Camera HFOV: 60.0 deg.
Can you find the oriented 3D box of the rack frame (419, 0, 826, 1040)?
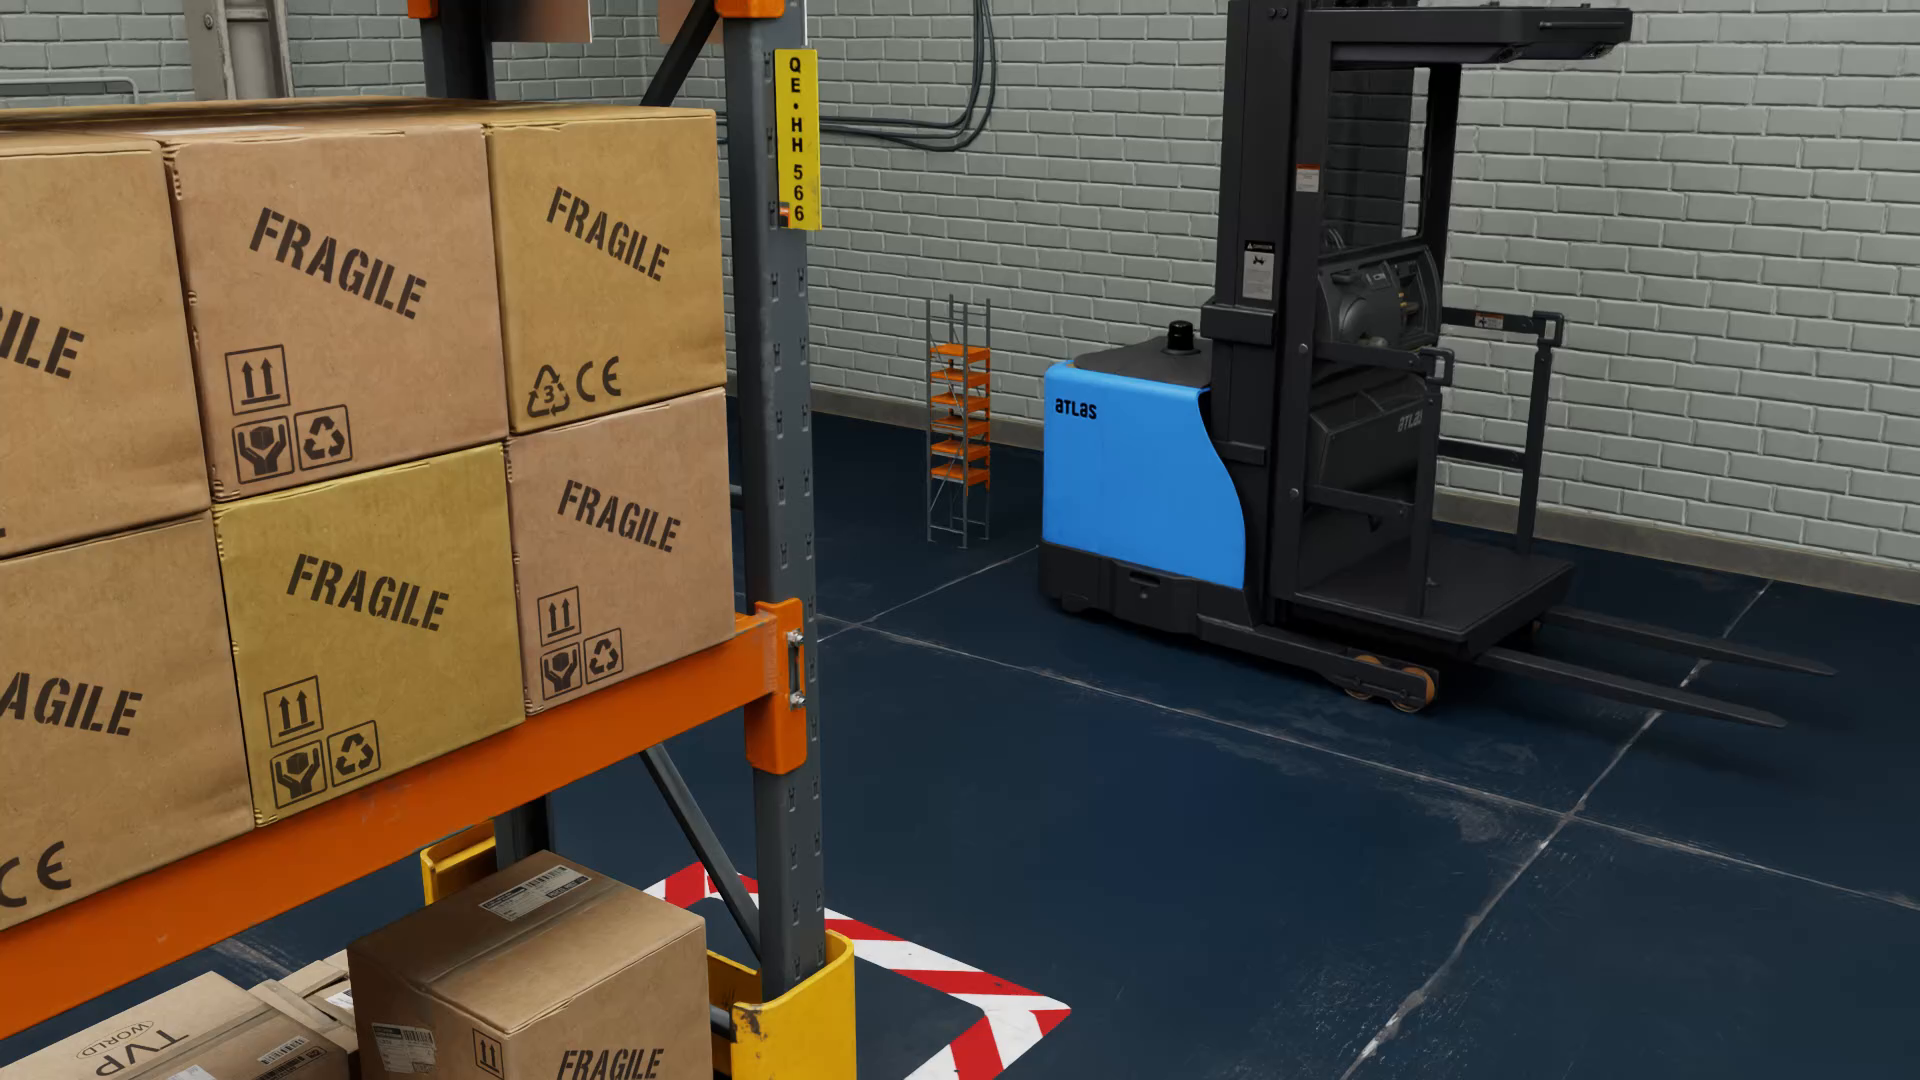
[{"bbox_3d":[-0.734,-0.141,3.640,1.000,3.000,0.127,12,21,35],"label":"rack frame"}]

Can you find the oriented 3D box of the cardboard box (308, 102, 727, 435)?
[{"bbox_3d":[-0.779,-0.512,2.979,0.500,0.500,0.500,12,21,34],"label":"cardboard box"}]

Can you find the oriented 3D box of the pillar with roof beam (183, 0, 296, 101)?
[{"bbox_3d":[-0.343,-3.916,5.679,9.100,9.000,0.400,12,21,35],"label":"pillar with roof beam"}]

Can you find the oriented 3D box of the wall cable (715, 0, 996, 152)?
[{"bbox_3d":[-1.058,-3.681,10.161,3.097,2.526,0.112,12,21,35],"label":"wall cable"}]

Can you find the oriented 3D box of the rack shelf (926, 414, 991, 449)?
[{"bbox_3d":[-0.009,-0.527,8.068,0.258,0.103,0.180,12,21,35],"label":"rack shelf"}]

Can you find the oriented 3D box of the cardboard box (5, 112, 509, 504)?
[{"bbox_3d":[-1.079,-0.391,2.591,0.500,0.500,0.500,13,22,36],"label":"cardboard box"}]

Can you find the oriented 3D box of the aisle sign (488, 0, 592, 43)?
[{"bbox_3d":[-0.930,-1.451,3.474,0.394,0.787,0.004,12,21,35],"label":"aisle sign"}]

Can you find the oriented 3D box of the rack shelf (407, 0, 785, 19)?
[{"bbox_3d":[-1.926,-0.754,1.768,1.077,0.370,4.000,12,21,35],"label":"rack shelf"}]

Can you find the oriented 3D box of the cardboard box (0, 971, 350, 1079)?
[{"bbox_3d":[-1.584,1.161,3.343,0.500,0.250,0.500,12,21,35],"label":"cardboard box"}]

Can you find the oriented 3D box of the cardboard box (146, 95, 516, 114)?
[{"bbox_3d":[-1.210,-0.607,3.286,0.500,0.500,0.500,13,22,36],"label":"cardboard box"}]

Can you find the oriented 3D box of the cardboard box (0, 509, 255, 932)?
[{"bbox_3d":[-1.391,0.208,2.347,0.500,0.500,0.500,13,21,35],"label":"cardboard box"}]

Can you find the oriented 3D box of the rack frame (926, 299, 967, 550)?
[{"bbox_3d":[-0.063,-0.548,7.985,0.240,1.200,0.006,12,21,35],"label":"rack frame"}]

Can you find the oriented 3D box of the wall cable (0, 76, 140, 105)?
[{"bbox_3d":[-4.712,-1.973,7.825,0.084,1.984,1.851,12,21,35],"label":"wall cable"}]

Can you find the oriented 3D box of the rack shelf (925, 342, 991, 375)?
[{"bbox_3d":[-0.009,-0.871,7.961,0.258,0.103,0.180,12,21,35],"label":"rack shelf"}]

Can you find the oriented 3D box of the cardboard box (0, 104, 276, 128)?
[{"bbox_3d":[-1.516,-0.481,2.881,0.500,0.500,0.500,13,21,35],"label":"cardboard box"}]

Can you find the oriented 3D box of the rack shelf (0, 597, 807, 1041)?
[{"bbox_3d":[-1.926,0.679,2.213,1.077,0.370,4.000,12,21,35],"label":"rack shelf"}]

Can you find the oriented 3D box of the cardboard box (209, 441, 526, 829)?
[{"bbox_3d":[-1.089,0.090,2.727,0.500,0.500,0.500,13,21,35],"label":"cardboard box"}]

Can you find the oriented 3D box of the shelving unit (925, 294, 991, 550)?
[{"bbox_3d":[-0.009,-0.570,8.055,0.258,1.200,0.189,12,21,35],"label":"shelving unit"}]

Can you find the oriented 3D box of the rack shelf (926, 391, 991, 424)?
[{"bbox_3d":[-0.009,-0.642,8.032,0.258,0.103,0.180,12,21,35],"label":"rack shelf"}]

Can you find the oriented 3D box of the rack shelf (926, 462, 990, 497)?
[{"bbox_3d":[-0.009,-0.298,8.139,0.258,0.103,0.180,12,21,35],"label":"rack shelf"}]

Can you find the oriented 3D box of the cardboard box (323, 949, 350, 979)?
[{"bbox_3d":[-1.260,1.049,3.872,0.380,0.149,0.250,12,21,35],"label":"cardboard box"}]

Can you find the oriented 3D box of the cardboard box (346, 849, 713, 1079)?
[{"bbox_3d":[-0.860,1.016,3.388,0.500,0.500,0.500,12,21,35],"label":"cardboard box"}]

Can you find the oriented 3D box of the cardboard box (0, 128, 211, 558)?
[{"bbox_3d":[-1.384,-0.267,2.191,0.500,0.500,0.500,13,22,36],"label":"cardboard box"}]

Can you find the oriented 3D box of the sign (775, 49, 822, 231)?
[{"bbox_3d":[-0.301,-0.742,3.090,0.100,0.325,0.005,12,21,35],"label":"sign"}]

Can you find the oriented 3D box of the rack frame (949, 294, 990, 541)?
[{"bbox_3d":[0.046,-0.591,8.125,0.240,1.200,0.006,12,21,35],"label":"rack frame"}]

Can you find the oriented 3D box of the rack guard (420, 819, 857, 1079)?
[{"bbox_3d":[-0.780,1.071,3.952,1.175,0.500,0.348,12,21,35],"label":"rack guard"}]

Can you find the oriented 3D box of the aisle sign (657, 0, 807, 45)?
[{"bbox_3d":[-0.448,-1.345,3.132,0.394,0.787,0.004,12,21,35],"label":"aisle sign"}]

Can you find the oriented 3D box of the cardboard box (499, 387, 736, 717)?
[{"bbox_3d":[-0.783,-0.034,3.127,0.500,0.500,0.500,13,22,36],"label":"cardboard box"}]

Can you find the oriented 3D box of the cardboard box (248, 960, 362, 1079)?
[{"bbox_3d":[-1.409,1.101,3.677,0.380,0.166,0.250,12,21,35],"label":"cardboard box"}]

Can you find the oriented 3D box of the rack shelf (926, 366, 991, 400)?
[{"bbox_3d":[-0.009,-0.756,7.997,0.258,0.103,0.180,12,21,35],"label":"rack shelf"}]

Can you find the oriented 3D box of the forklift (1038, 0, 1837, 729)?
[{"bbox_3d":[1.790,-0.935,6.311,3.031,2.935,1.130,14,22,38],"label":"forklift"}]

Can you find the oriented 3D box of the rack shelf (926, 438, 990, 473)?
[{"bbox_3d":[-0.009,-0.413,8.103,0.258,0.103,0.180,12,21,35],"label":"rack shelf"}]
